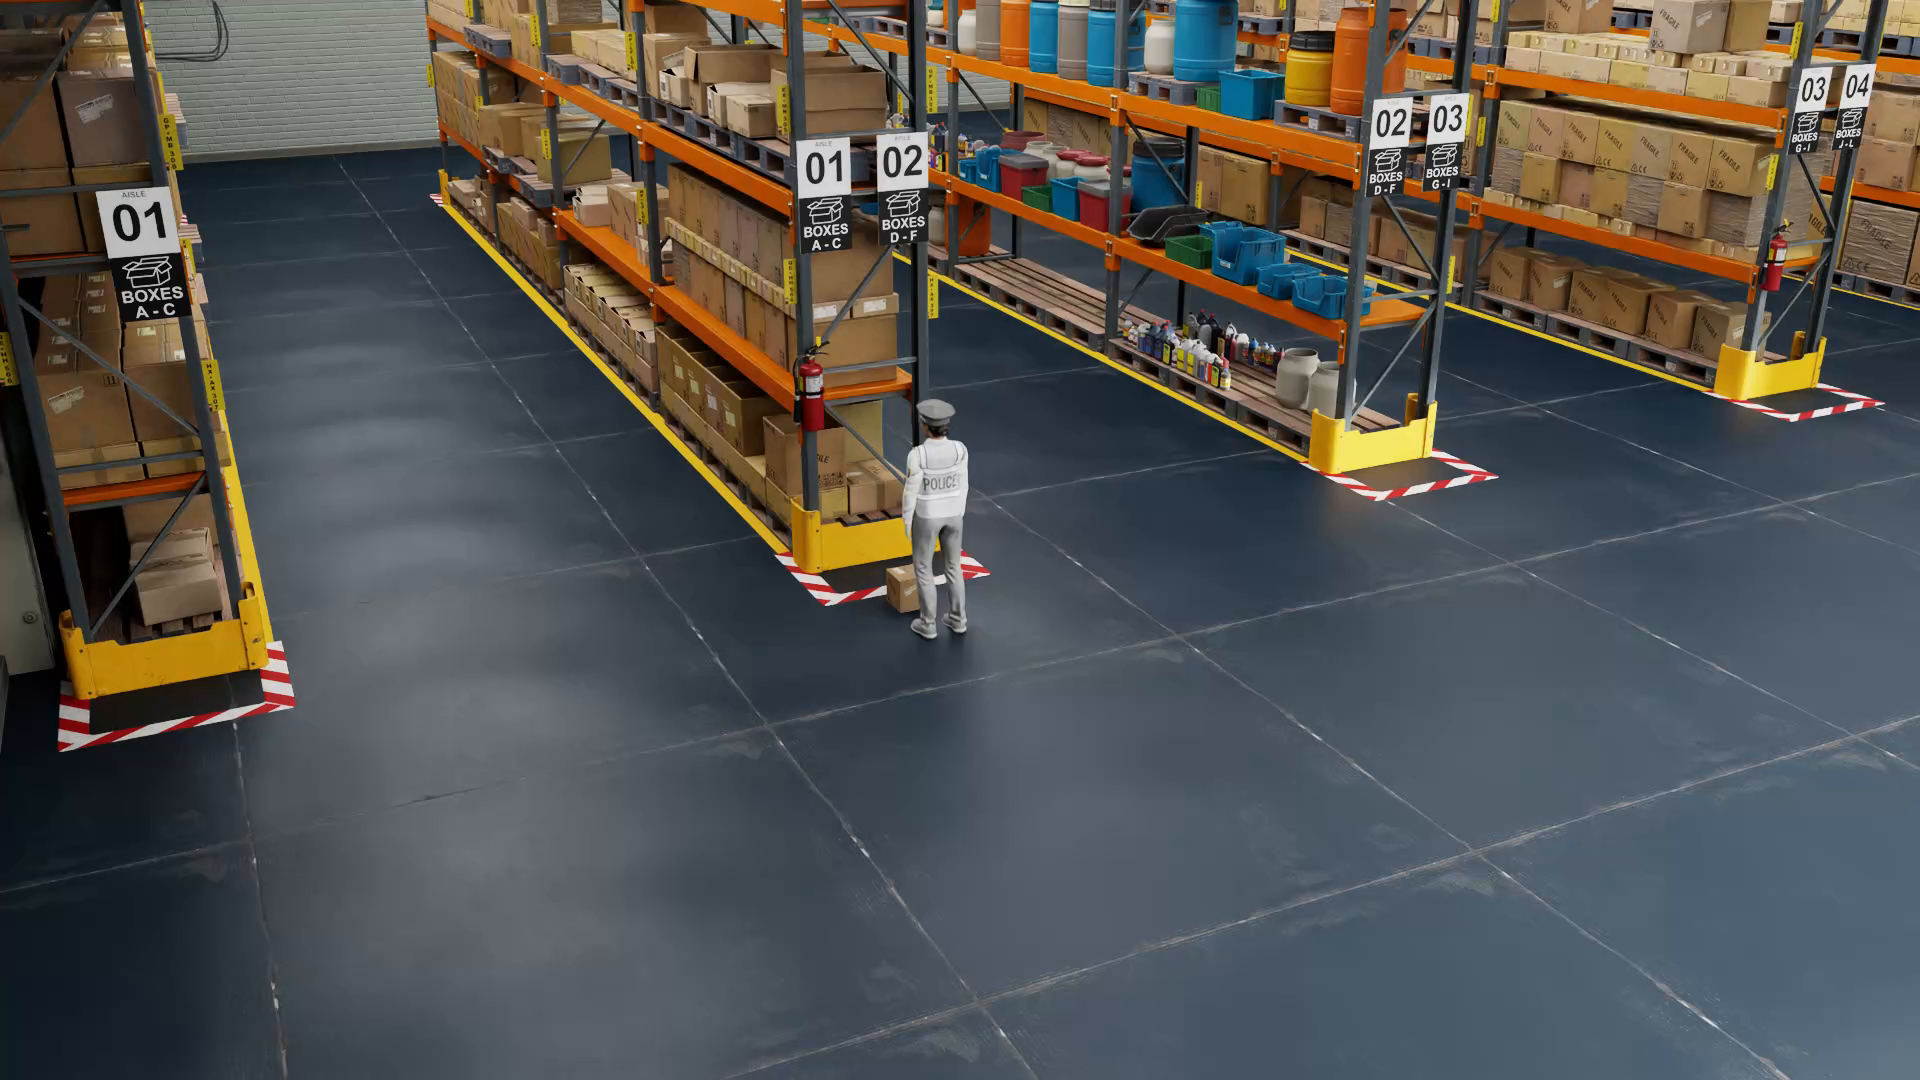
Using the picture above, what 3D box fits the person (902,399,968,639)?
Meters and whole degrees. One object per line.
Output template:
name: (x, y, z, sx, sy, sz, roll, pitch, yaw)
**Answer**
person: (-0.178, -0.142, 11.341, 0.468, 1.671, 0.329, -10, 24, -22)
